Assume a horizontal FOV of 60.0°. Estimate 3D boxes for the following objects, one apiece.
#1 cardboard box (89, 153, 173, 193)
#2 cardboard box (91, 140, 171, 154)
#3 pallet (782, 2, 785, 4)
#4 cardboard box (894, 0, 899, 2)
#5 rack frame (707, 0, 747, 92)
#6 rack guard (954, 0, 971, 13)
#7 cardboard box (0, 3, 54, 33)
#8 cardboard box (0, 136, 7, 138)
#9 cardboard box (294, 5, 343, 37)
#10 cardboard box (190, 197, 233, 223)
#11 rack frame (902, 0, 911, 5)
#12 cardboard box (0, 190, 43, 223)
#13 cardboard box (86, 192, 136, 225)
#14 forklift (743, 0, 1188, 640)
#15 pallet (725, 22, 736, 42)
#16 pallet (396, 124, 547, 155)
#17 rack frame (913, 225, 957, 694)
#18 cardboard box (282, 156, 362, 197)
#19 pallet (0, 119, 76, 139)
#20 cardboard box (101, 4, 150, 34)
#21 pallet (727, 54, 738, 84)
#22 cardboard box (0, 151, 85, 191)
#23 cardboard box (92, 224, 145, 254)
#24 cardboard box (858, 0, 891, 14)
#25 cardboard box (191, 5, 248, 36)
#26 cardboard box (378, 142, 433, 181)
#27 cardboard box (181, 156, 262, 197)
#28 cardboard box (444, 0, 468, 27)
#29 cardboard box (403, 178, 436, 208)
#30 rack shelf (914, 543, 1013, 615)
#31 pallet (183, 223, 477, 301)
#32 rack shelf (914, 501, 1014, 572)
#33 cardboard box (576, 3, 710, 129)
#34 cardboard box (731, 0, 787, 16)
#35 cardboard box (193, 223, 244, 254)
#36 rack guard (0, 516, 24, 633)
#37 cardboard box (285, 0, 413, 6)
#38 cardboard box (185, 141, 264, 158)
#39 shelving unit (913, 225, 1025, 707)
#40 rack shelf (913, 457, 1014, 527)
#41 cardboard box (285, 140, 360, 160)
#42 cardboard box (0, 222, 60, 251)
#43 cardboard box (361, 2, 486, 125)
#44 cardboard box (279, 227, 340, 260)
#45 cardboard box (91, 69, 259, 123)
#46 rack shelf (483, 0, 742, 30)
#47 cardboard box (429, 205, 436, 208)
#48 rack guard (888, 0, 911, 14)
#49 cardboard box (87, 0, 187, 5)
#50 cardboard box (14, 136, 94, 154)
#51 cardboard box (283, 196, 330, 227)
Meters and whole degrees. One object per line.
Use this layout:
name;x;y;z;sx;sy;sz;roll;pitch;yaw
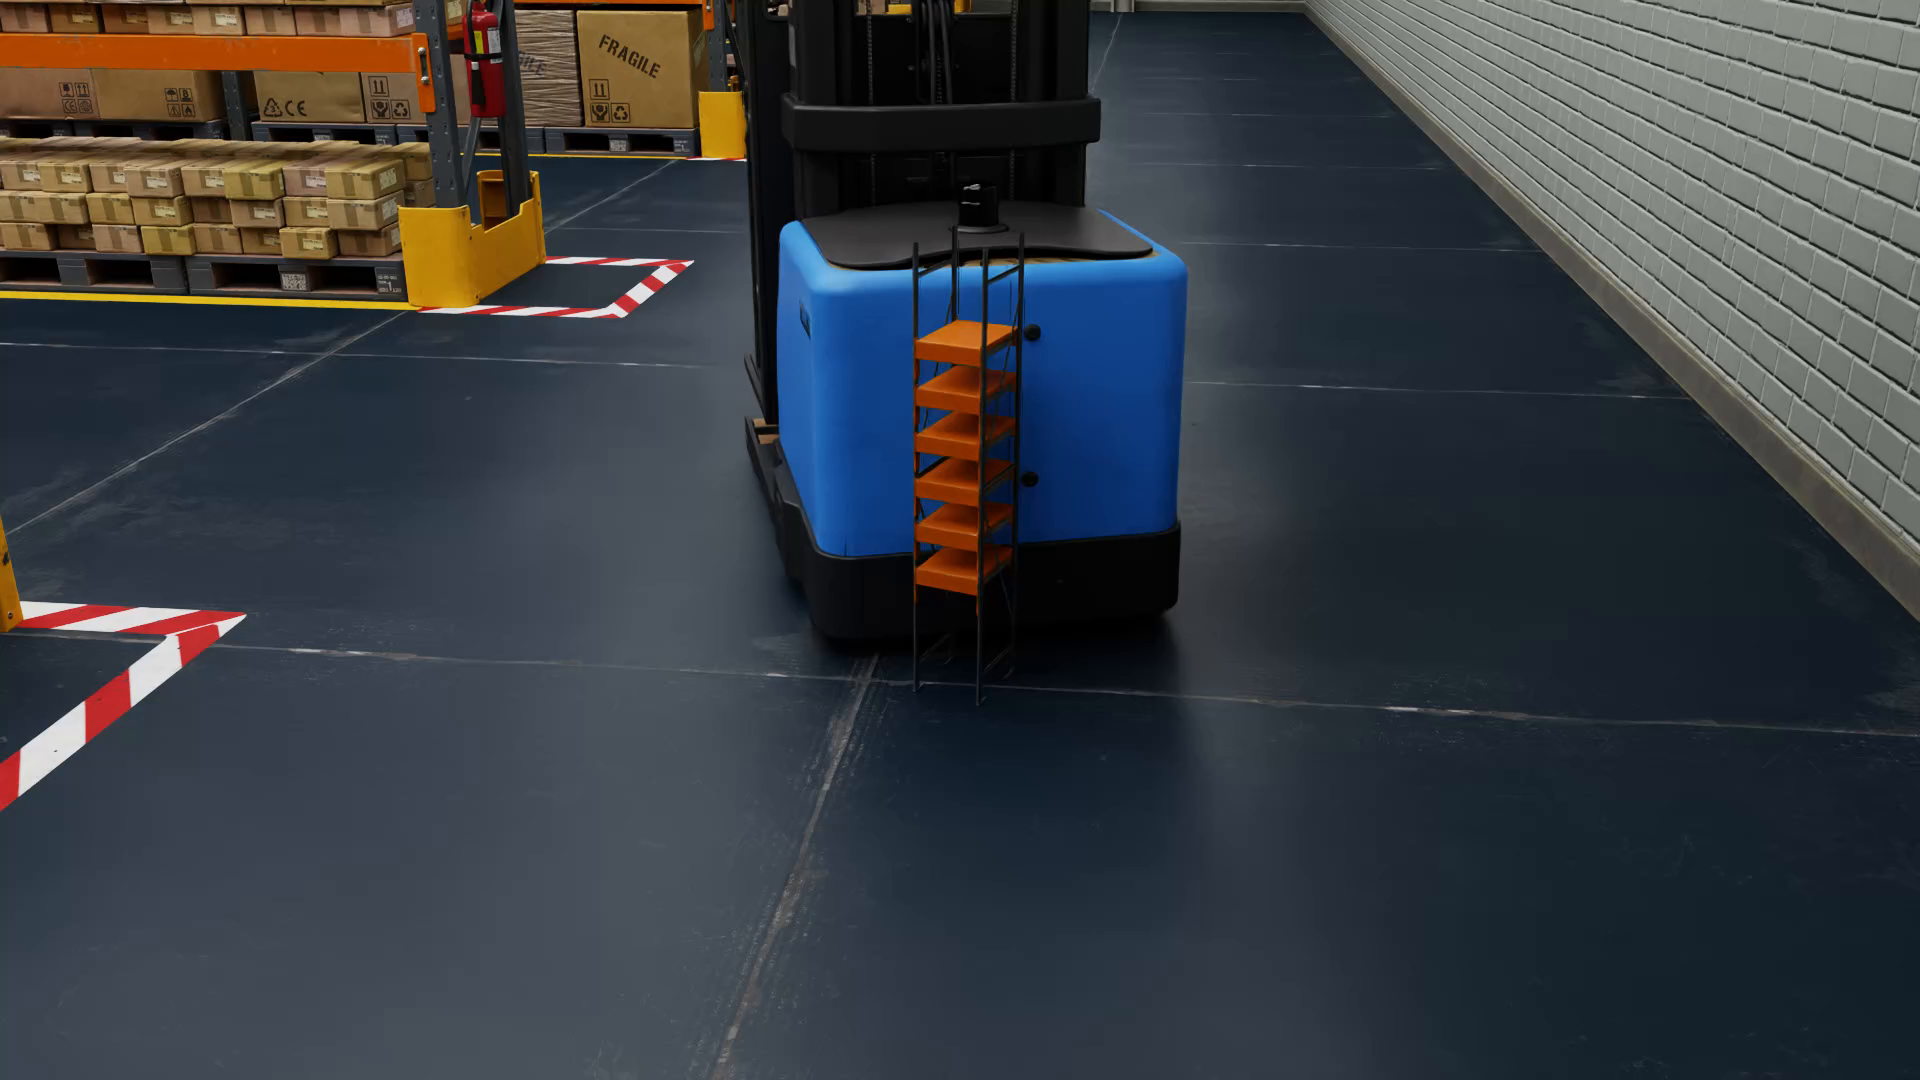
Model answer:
cardboard box;-4.344;-1.932;8.745;0.250;0.149;0.380;2;22;4
cardboard box;-4.552;-2.100;9.170;0.250;0.149;0.380;3;22;6
pallet;-3.295;-8.828;27.484;1.213;0.211;1.003;2;22;6
cardboard box;-0.776;-9.040;27.055;0.500;0.500;0.700;2;22;6
rack frame;-1.818;-4.588;12.966;0.127;3.000;1.000;2;22;6
rack guard;-0.045;-8.850;27.146;0.348;0.500;1.175;2;22;6
cardboard box;-4.646;-2.672;8.461;0.250;0.149;0.380;3;22;8
cardboard box;-5.584;-2.176;9.361;0.250;0.149;0.380;2;22;6
cardboard box;-3.101;-2.600;8.279;0.250;0.149;0.380;2;22;6
cardboard box;-3.831;-1.779;8.762;0.250;0.149;0.380;2;22;6
rack frame;-0.648;-8.205;22.114;0.127;3.000;1.000;2;22;6
cardboard box;-4.862;-1.787;8.783;0.250;0.149;0.380;2;22;6
cardboard box;-4.344;-1.766;8.728;0.250;0.149;0.380;4;22;9
forklift;-0.182;-1.600;5.500;1.130;2.935;3.031;-5;22;-11
pallet;-2.724;-6.999;22.857;1.213;0.211;1.003;2;22;6
pallet;-3.829;-3.351;13.629;1.213;0.211;1.003;2;22;6
rack frame;-0.065;-0.191;4.286;0.006;1.200;0.240;10;24;23
cardboard box;-3.300;-1.890;8.638;0.250;0.149;0.380;3;22;7
pallet;-7.780;-3.522;14.062;1.213;0.211;1.003;2;22;6
cardboard box;-4.128;-2.664;8.439;0.250;0.149;0.380;2;22;4
pallet;-2.049;-5.150;18.178;1.213;0.211;1.003;2;22;6
cardboard box;-4.848;-1.958;8.811;0.250;0.149;0.380;2;22;4
cardboard box;-4.345;-1.628;8.785;0.250;0.149;0.380;3;22;7
cardboard box;-1.217;-7.181;22.324;0.500;0.500;0.500;2;22;6
cardboard box;-3.608;-2.608;8.299;0.250;0.149;0.380;3;22;8
cardboard box;-2.982;-2.075;9.105;0.250;0.149;0.380;2;22;4
cardboard box;-3.822;-1.889;8.636;0.250;0.149;0.380;2;22;4
cardboard box;-2.785;-2.799;8.780;0.250;0.149;0.380;2;22;6
cardboard box;-2.992;-1.906;9.083;0.250;0.149;0.380;3;22;9
rack shelf;0.016;0.088;4.356;0.180;0.103;0.258;10;24;23
pallet;-3.380;-1.536;9.039;1.213;0.211;1.003;2;22;6
rack shelf;0.017;-0.023;4.311;0.180;0.103;0.258;10;24;23
cardboard box;-2.463;-3.794;13.275;0.875;0.875;0.875;2;22;6
cardboard box;-2.754;-7.342;22.729;0.637;0.503;0.797;2;22;6
cardboard box;-3.815;-1.621;8.766;0.250;0.149;0.380;3;22;7
rack guard;-2.960;0.193;4.271;0.348;0.500;1.175;2;22;6
cardboard box;-2.978;-2.892;8.134;0.500;0.500;0.500;3;22;7
cardboard box;-4.035;-2.096;9.159;0.250;0.149;0.380;3;22;8
shelving unit;0.018;-0.176;4.250;0.189;1.200;0.258;10;24;23
rack shelf;0.018;-0.135;4.267;0.180;0.103;0.258;10;24;23
cardboard box;-3.505;-2.100;9.170;0.250;0.149;0.380;2;22;6
cardboard box;-4.857;-1.650;8.840;0.250;0.149;0.380;2;22;5
cardboard box;-4.250;-3.872;13.472;0.875;0.875;0.875;2;22;6
cardboard box;-3.316;-1.572;8.643;0.250;0.149;0.380;3;22;8
cardboard box;-6.428;-3.989;13.768;0.875;0.875;1.225;3;22;6
rack shelf;-3.804;-4.340;13.317;4.000;0.370;1.077;2;22;6
cardboard box;-2.984;-1.791;9.196;0.250;0.149;0.380;3;22;7
rack guard;-0.724;-7.046;22.581;0.348;0.500;1.175;2;22;6
cardboard box;-3.994;-2.935;8.242;0.500;0.500;0.500;3;22;6
cardboard box;-5.055;-2.158;9.316;0.250;0.149;0.380;1;22;4
cardboard box;-3.313;-1.739;8.661;0.250;0.149;0.380;2;22;5
